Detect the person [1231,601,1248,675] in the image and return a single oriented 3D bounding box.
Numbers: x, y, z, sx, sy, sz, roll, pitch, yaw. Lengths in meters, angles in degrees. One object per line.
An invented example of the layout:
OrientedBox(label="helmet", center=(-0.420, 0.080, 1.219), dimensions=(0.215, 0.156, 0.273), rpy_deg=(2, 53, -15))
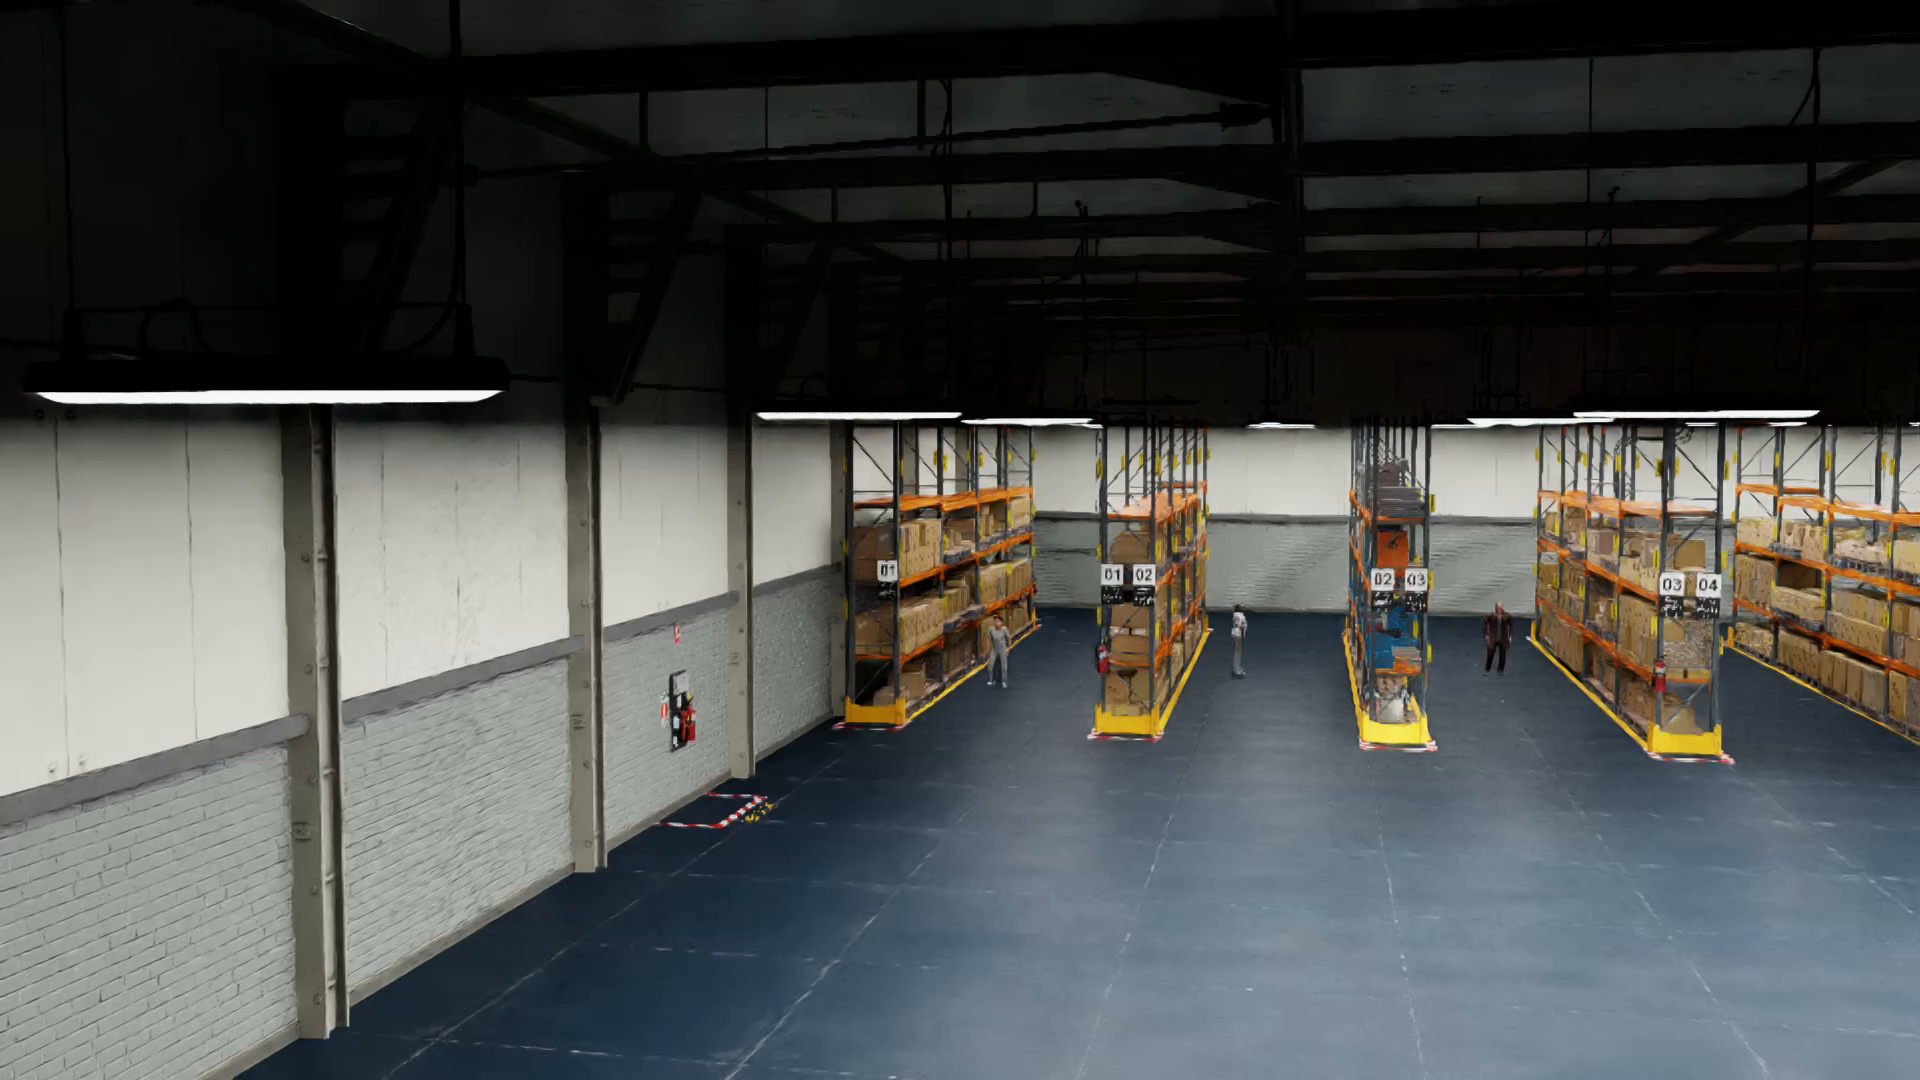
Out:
OrientedBox(label="person", center=(6.562, 2.278, 38.906), dimensions=(0.443, 1.680, 0.546), rpy_deg=(-1, 4, -12))

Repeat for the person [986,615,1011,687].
OrientedBox(label="person", center=(0.857, 2.461, 36.939), dimensions=(0.580, 1.618, 0.507), rpy_deg=(1, 4, 10))

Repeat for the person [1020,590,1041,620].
OrientedBox(label="person", center=(2.001, 1.579, 49.587), dimensions=(0.688, 1.658, 0.565), rpy_deg=(-3, 5, -40))

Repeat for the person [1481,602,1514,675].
OrientedBox(label="person", center=(12.515, 2.283, 38.733), dimensions=(0.729, 1.733, 0.546), rpy_deg=(1, 4, 10))
